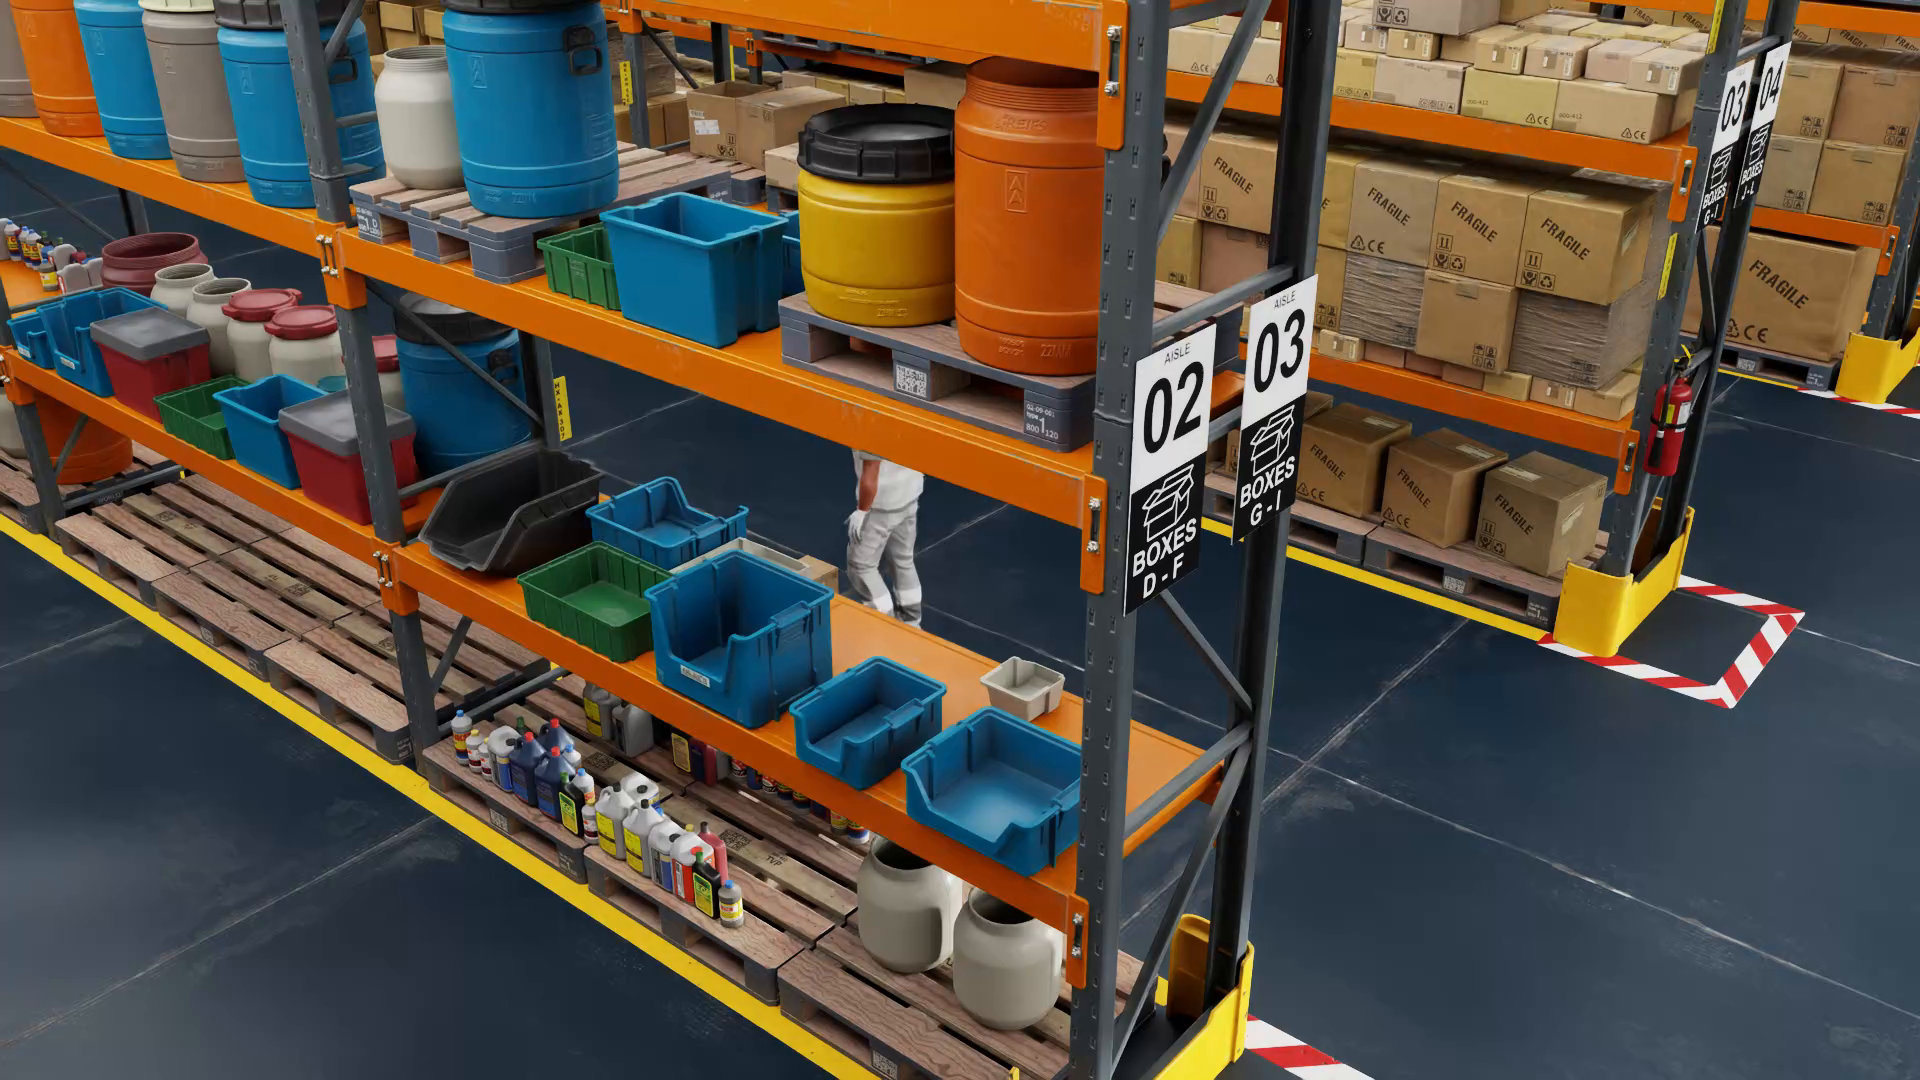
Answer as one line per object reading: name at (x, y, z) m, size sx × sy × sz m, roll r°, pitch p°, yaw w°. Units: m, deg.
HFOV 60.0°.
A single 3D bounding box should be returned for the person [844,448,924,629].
person at (-0.405, -0.197, 8.972) m, size 0.373 × 1.822 × 0.609 m, roll 14°, pitch 30°, yaw 26°
